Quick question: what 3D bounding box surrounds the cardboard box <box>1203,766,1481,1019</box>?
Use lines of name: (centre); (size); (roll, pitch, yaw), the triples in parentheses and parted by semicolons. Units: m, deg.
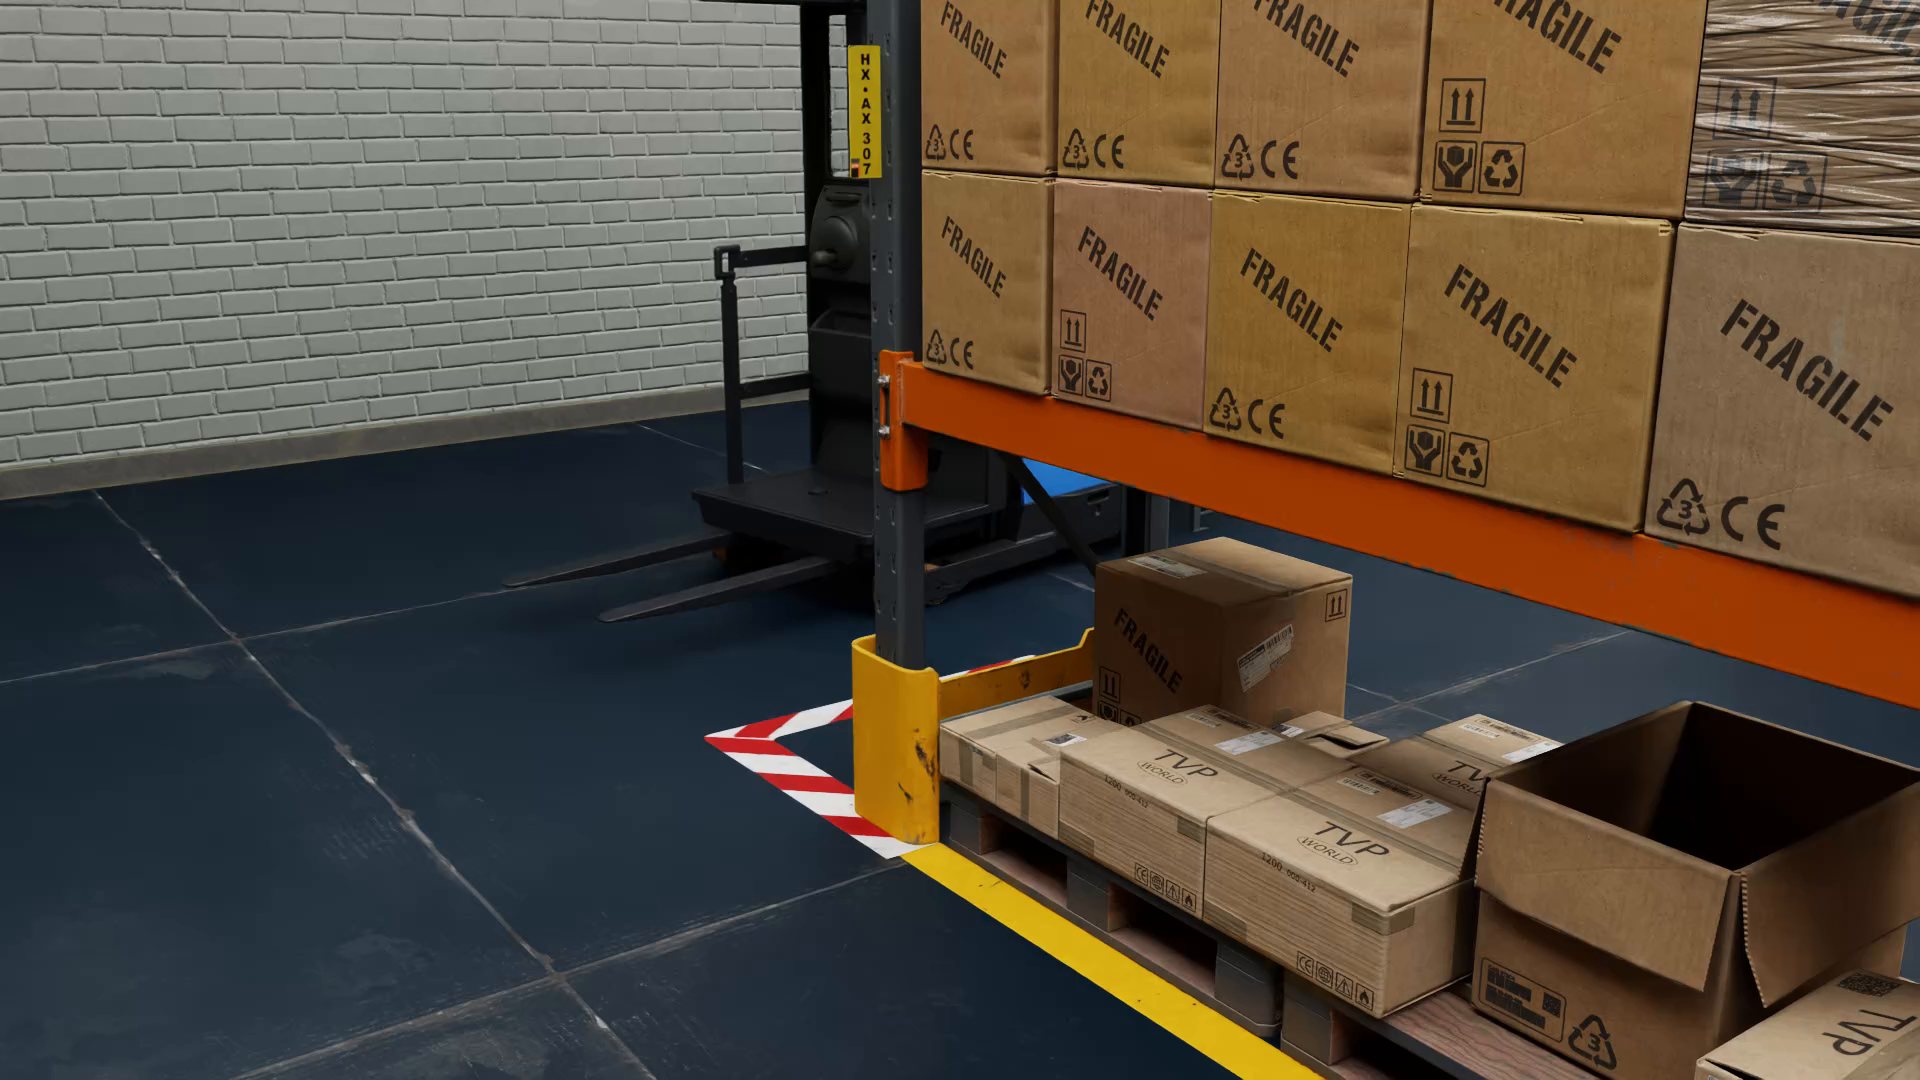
cardboard box: (0.879, 0.737, 3.578); (0.500, 0.250, 0.500); (-11, 19, -35)

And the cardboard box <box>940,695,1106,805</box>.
cardboard box: (0.169, 0.555, 4.435); (0.380, 0.149, 0.250); (-11, 19, -35)

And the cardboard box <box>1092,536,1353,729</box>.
cardboard box: (0.720, 0.320, 4.626); (0.500, 0.500, 0.500); (-11, 19, -35)

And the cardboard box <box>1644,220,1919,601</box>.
cardboard box: (1.444, -0.231, 2.550); (0.500, 0.500, 0.500); (-10, 18, -33)

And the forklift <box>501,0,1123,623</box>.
forklift: (-0.416, -1.268, 6.658); (1.130, 2.935, 3.031); (14, 21, 42)

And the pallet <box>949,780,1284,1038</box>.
pallet: (0.715, 0.780, 4.326); (1.003, 0.211, 1.213); (-11, 19, -35)

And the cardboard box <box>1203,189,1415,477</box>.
cardboard box: (0.849, -0.447, 3.336); (0.500, 0.500, 0.500); (-11, 19, -35)

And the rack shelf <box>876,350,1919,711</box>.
rack shelf: (1.377, 0.023, 3.173); (1.077, 0.370, 4.000); (-11, 19, -35)

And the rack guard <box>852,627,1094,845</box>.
rack guard: (0.246, 0.471, 4.909); (1.175, 0.500, 0.348); (-11, 19, -35)

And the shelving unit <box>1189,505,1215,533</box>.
shelving unit: (0.917, -0.723, 8.085); (0.538, 1.125, 1.048); (-13, 20, -40)

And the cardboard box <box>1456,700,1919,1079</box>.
cardboard box: (1.444, 0.695, 3.252); (0.797, 0.503, 0.637); (-11, 19, -35)

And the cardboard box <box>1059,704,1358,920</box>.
cardboard box: (0.585, 0.630, 3.968); (0.500, 0.250, 0.500); (-11, 19, -35)

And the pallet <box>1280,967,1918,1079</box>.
pallet: (1.429, 1.041, 3.374); (1.003, 0.211, 1.213); (-11, 19, -35)

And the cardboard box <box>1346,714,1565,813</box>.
cardboard box: (1.255, 0.648, 3.900); (0.500, 0.250, 0.500); (-11, 19, -35)

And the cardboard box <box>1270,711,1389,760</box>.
cardboard box: (0.886, 0.582, 4.303); (0.380, 0.166, 0.250); (-11, 19, -35)

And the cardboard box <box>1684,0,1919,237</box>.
cardboard box: (1.447, -0.712, 2.411); (0.500, 0.500, 0.500); (-11, 19, -34)

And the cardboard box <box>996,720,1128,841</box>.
cardboard box: (0.316, 0.599, 4.237); (0.380, 0.166, 0.250); (-11, 19, -35)

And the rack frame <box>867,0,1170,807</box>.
rack frame: (0.201, -0.751, 4.638); (1.000, 3.000, 0.127); (-11, 19, -35)

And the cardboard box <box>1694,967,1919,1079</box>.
cardboard box: (1.548, 0.950, 2.683); (0.500, 0.311, 0.500); (-11, 19, -35)

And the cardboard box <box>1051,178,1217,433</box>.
cardboard box: (0.557, -0.554, 3.730); (0.500, 0.500, 0.500); (-11, 19, -35)

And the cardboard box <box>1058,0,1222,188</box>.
cardboard box: (0.562, -1.035, 3.594); (0.500, 0.500, 0.500); (-11, 19, -34)

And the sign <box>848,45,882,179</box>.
sign: (-0.238, -1.084, 4.216); (0.100, 0.325, 0.005); (-11, 19, -35)

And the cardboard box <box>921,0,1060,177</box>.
cardboard box: (0.249, -1.146, 3.997); (0.500, 0.500, 0.500); (-10, 18, -33)

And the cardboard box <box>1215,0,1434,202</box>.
cardboard box: (0.853, -0.928, 3.201); (0.500, 0.500, 0.500); (-11, 19, -34)

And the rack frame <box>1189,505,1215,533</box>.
rack frame: (1.257, -0.623, 7.721); (0.500, 1.125, 0.032); (-13, 20, -40)

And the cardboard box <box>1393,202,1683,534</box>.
cardboard box: (1.142, -0.340, 2.946); (0.500, 0.500, 0.500); (-11, 19, -34)

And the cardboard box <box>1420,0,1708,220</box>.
cardboard box: (1.152, -0.819, 2.805); (0.500, 0.500, 0.500); (-11, 19, -35)

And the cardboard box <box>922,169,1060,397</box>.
cardboard box: (0.249, -0.664, 4.129); (0.500, 0.500, 0.500); (-10, 18, -33)
